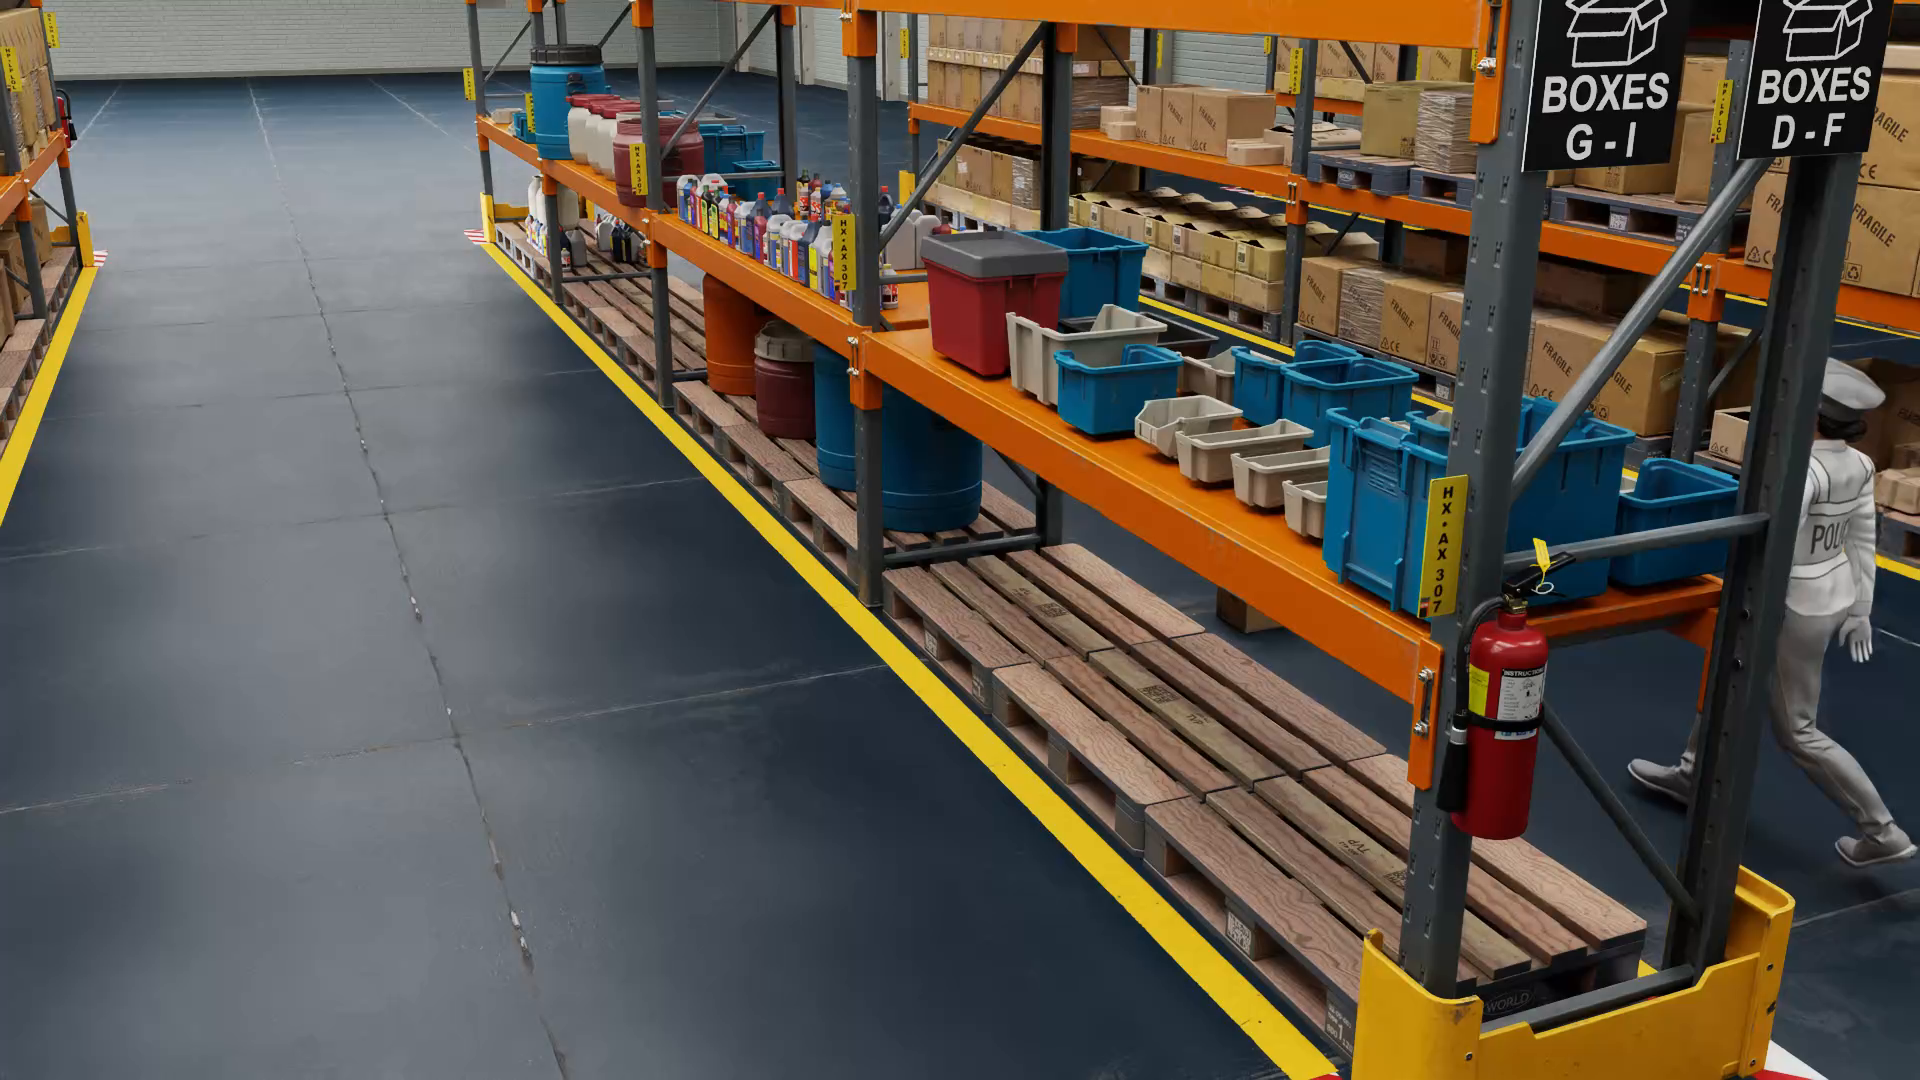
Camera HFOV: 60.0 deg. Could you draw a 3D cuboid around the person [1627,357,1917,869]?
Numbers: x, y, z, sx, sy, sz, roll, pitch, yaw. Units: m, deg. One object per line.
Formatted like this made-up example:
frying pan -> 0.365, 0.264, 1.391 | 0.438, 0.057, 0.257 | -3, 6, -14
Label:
person -> 2.717, 0.218, 5.382 | 0.463, 1.635, 0.995 | -17, 25, -40
